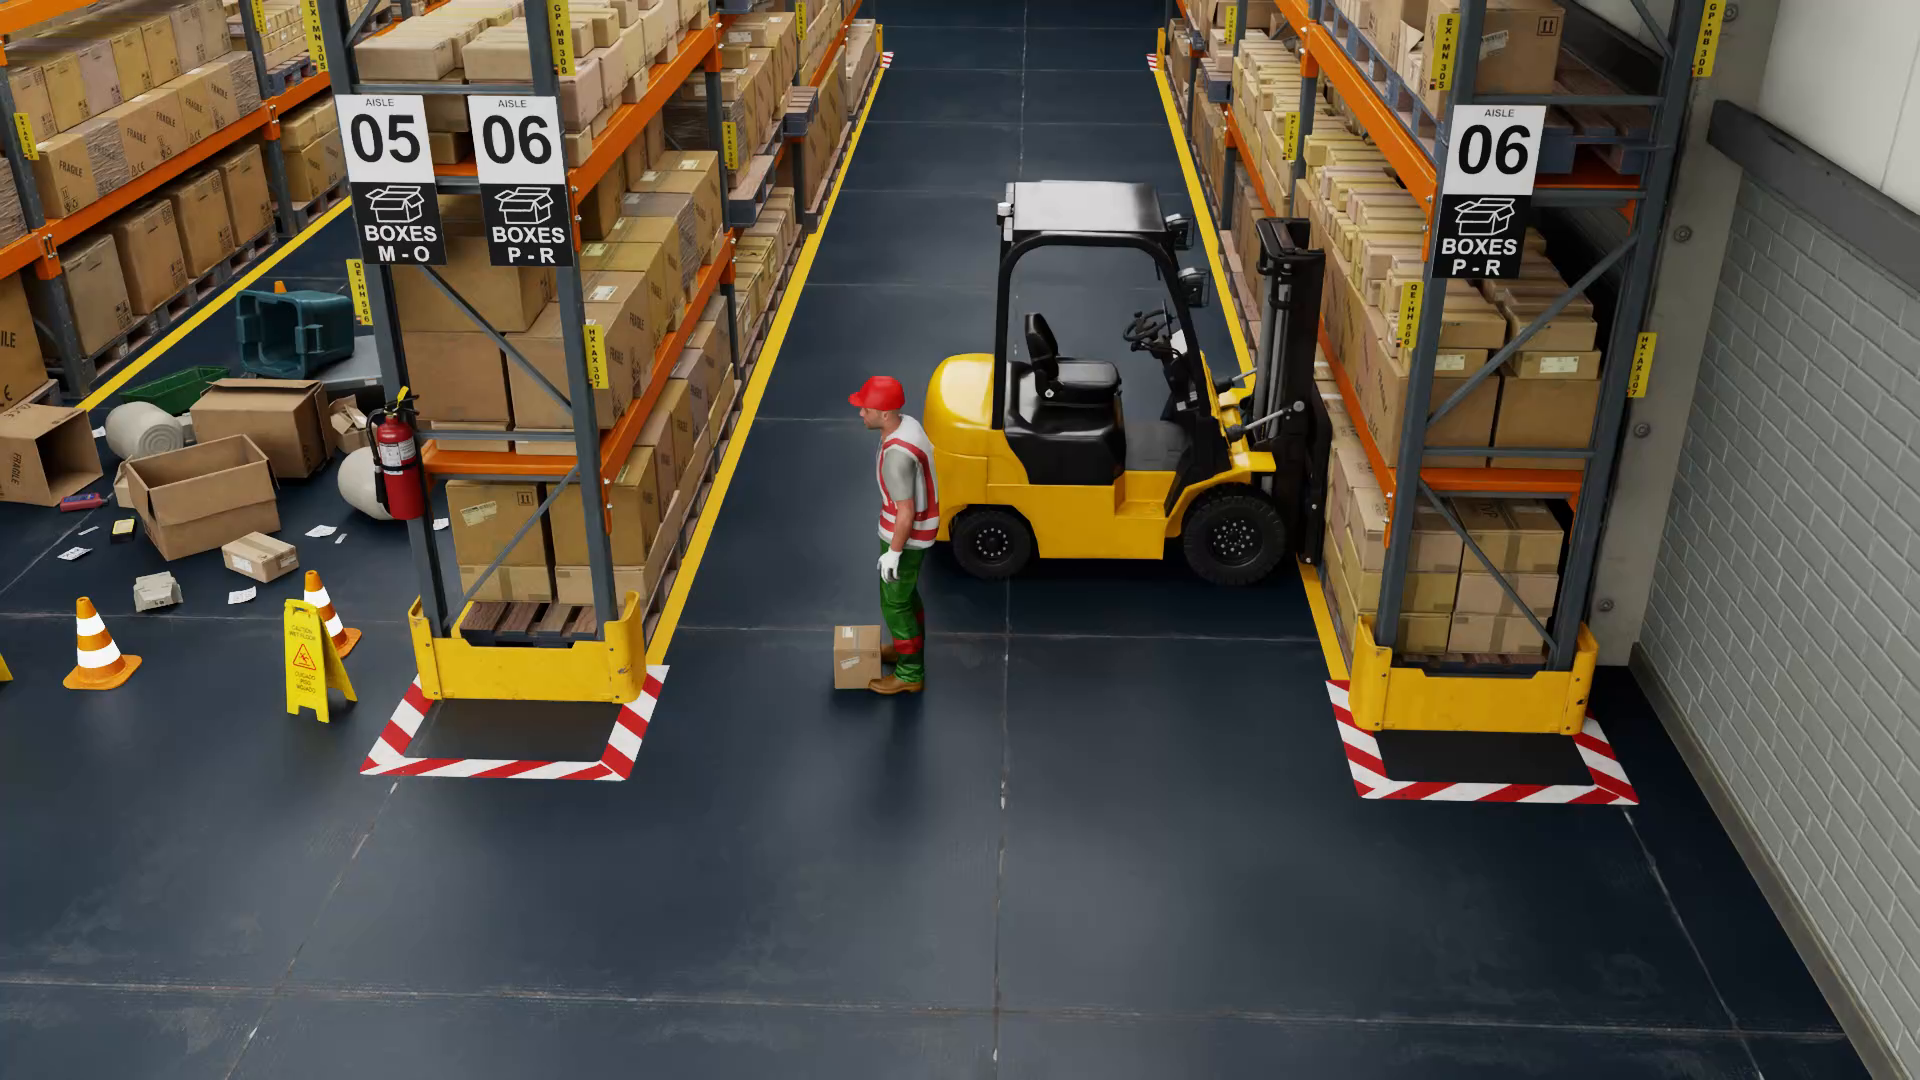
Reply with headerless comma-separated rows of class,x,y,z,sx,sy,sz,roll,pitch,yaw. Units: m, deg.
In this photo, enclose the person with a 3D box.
person,-0.329,-0.033,8.666,0.453,1.779,0.621,0,28,0
